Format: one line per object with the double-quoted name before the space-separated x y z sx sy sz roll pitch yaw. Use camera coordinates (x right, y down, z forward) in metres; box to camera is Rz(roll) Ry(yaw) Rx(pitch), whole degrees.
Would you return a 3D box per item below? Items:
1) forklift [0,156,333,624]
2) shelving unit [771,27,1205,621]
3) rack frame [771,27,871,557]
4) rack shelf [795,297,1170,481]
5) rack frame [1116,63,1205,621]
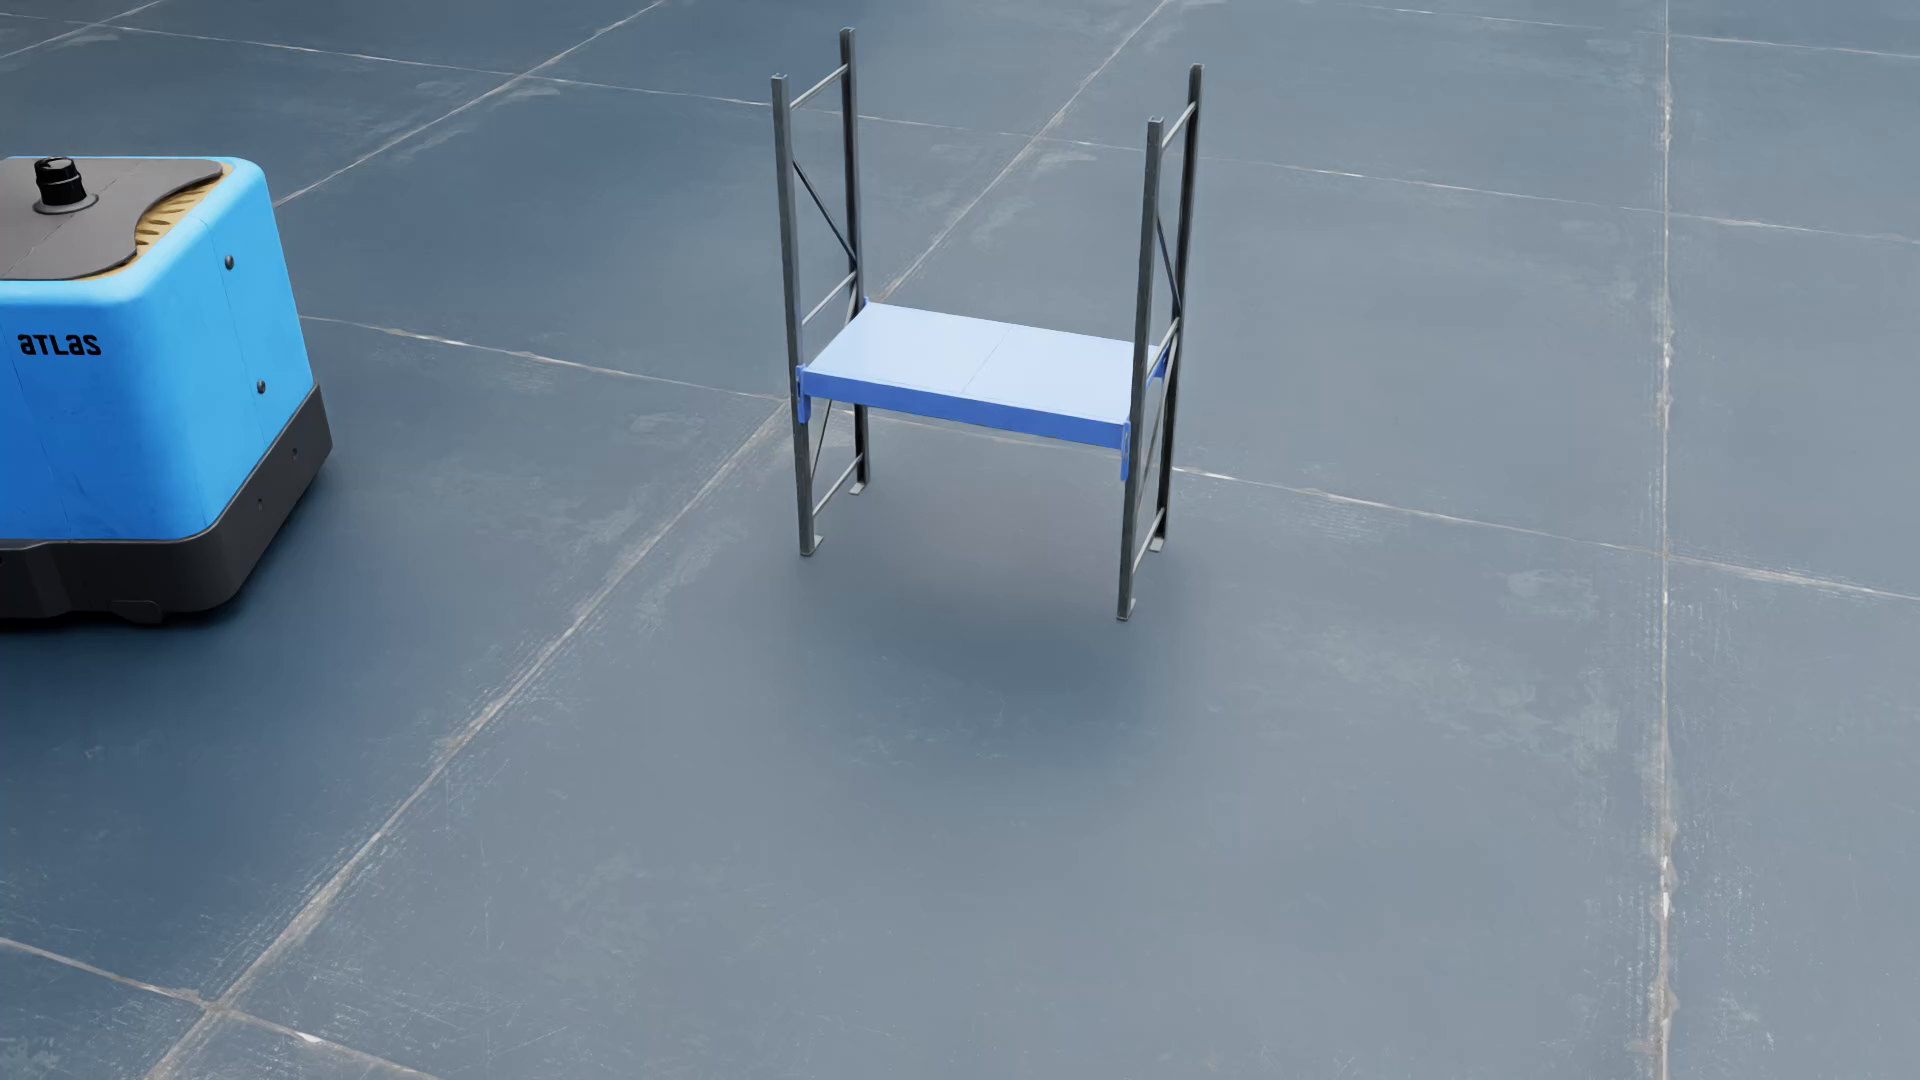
"forklift" -3.630 -1.256 4.493 3.031 2.935 1.130 0 33 1
"shelving unit" 0.080 -0.614 4.819 1.048 1.500 0.538 11 34 16
"rack frame" -0.398 -0.708 4.963 0.032 1.500 0.500 11 34 16
"rack shelf" 0.080 -0.463 4.917 1.000 0.185 0.538 11 34 16
"rack frame" 0.559 -0.521 4.675 0.032 1.500 0.500 11 34 16
